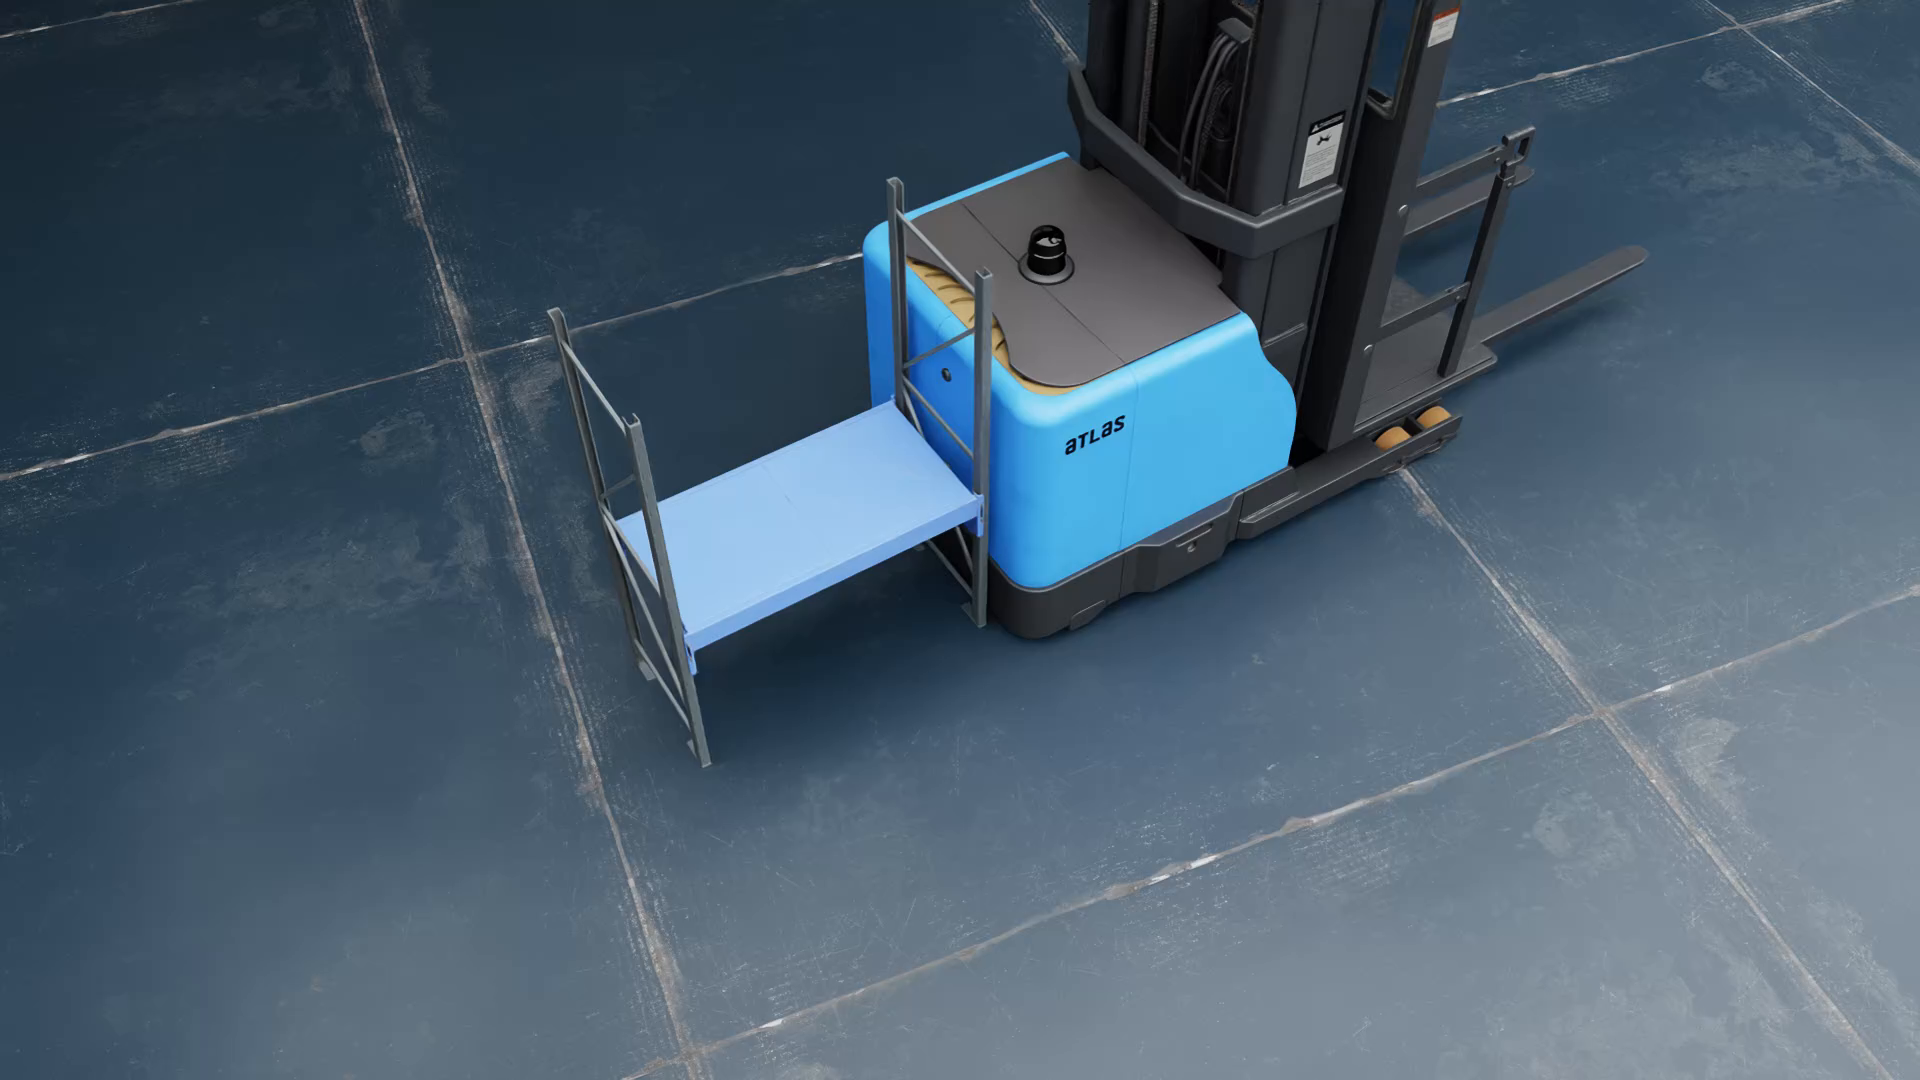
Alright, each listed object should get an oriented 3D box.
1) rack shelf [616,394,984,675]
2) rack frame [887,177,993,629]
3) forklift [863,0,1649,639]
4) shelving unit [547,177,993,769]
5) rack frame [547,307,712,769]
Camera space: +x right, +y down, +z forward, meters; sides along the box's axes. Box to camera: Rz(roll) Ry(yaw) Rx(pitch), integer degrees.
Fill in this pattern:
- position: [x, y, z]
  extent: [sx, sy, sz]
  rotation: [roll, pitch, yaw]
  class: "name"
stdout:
- position: [-0.488, -0.037, 5.030]
  extent: [1.000, 0.185, 0.538]
  rotation: [-26, 54, -20]
  class: "rack shelf"
- position: [-0.059, -0.361, 5.071]
  extent: [0.032, 1.500, 0.500]
  rotation: [-26, 54, -20]
  class: "rack frame"
- position: [1.201, -1.510, 5.114]
  extent: [3.031, 2.935, 1.130]
  rotation: [-26, 54, -20]
  class: "forklift"
- position: [-0.488, -0.154, 4.894]
  extent: [1.048, 1.500, 0.538]
  rotation: [-26, 54, -20]
  class: "shelving unit"
- position: [-0.917, 0.053, 4.716]
  extent: [0.032, 1.500, 0.500]
  rotation: [-26, 54, -20]
  class: "rack frame"
